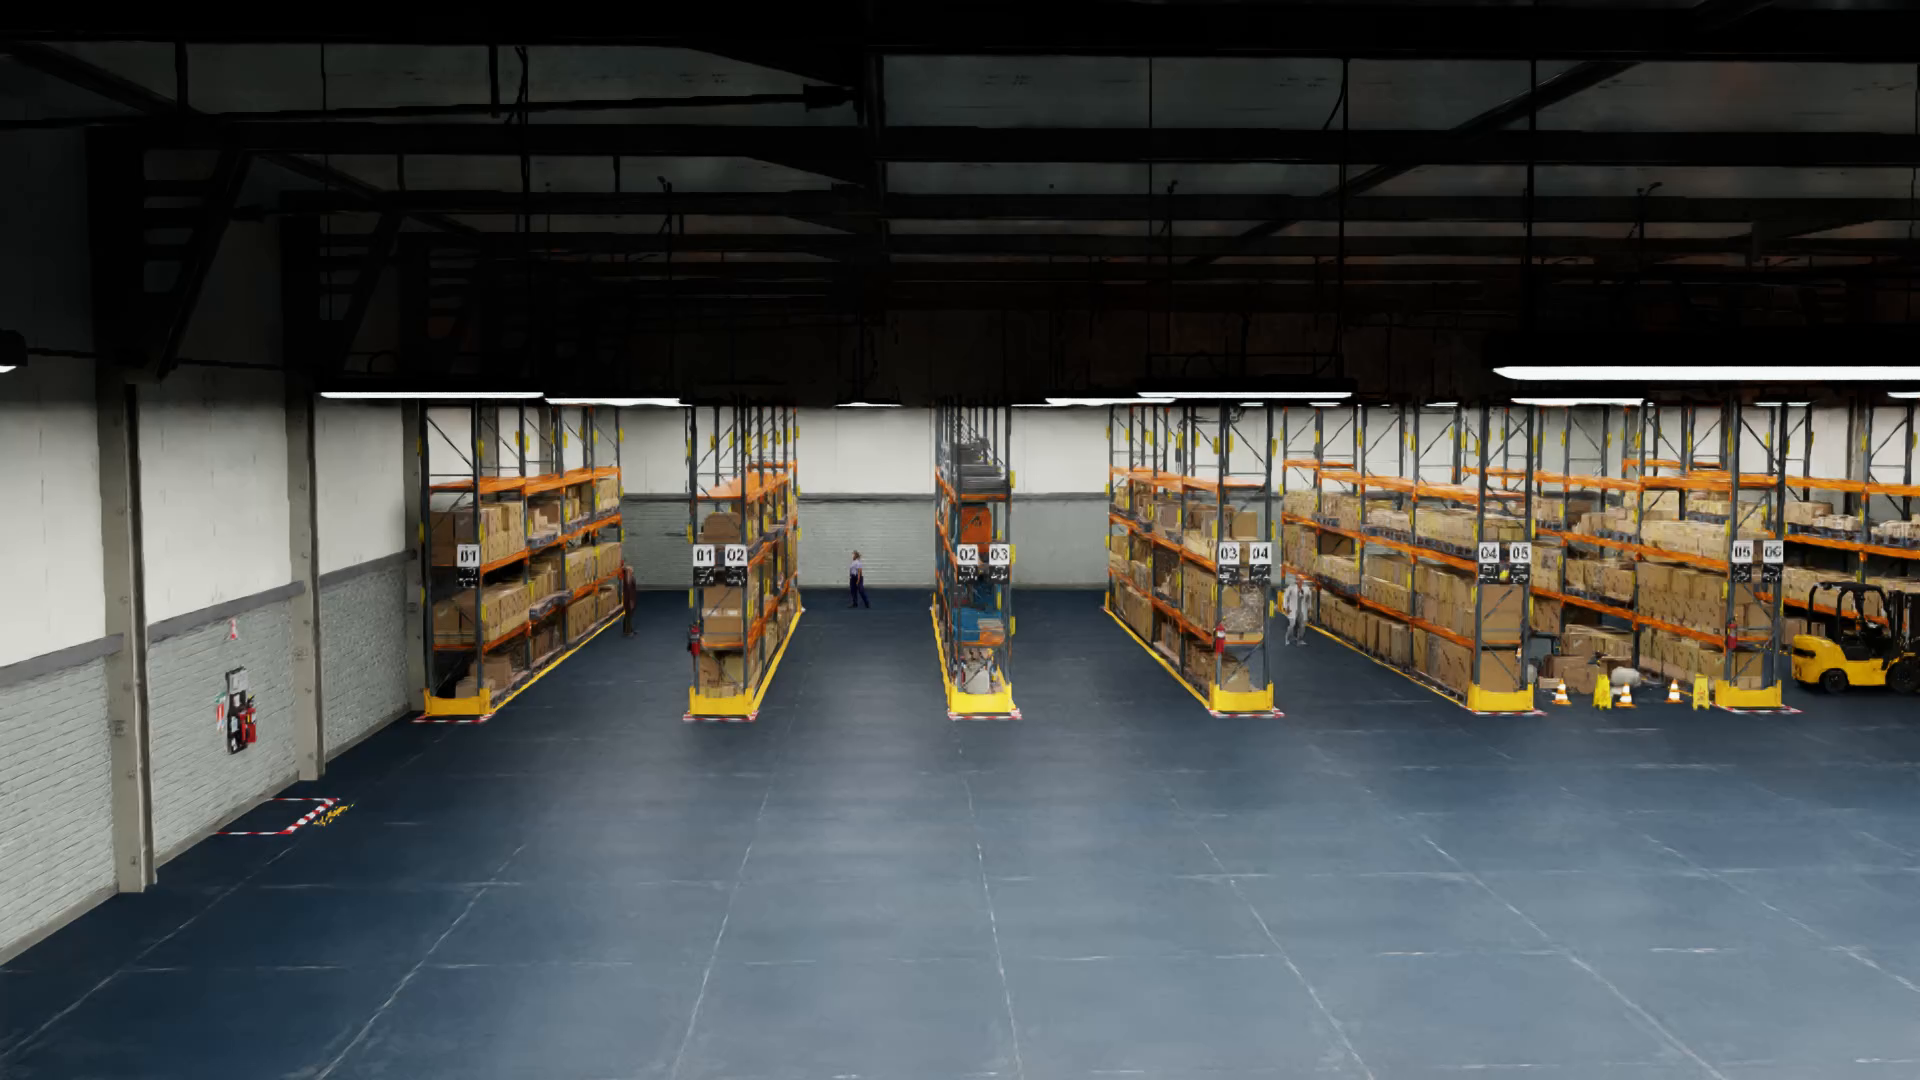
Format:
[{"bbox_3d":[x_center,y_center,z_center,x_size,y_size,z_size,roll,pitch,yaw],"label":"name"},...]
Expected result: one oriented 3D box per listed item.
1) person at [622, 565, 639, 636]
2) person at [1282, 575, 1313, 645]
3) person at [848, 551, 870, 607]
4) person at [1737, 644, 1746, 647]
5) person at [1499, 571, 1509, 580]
[{"bbox_3d":[-8.323,1.507,41.982,0.444,1.783,0.672,-2,5,-19],"label":"person"},{"bbox_3d":[8.165,1.695,40.264,0.729,1.733,0.546,0,5,-4],"label":"person"},{"bbox_3d":[-2.913,1.133,48.097,0.502,1.627,0.689,-3,5,-31],"label":"person"},{"bbox_3d":[16.729,2.068,35.658,0.441,1.675,0.498,-3,5,-30],"label":"person"},{"bbox_3d":[13.241,1.636,40.579,0.585,1.763,0.680,2,5,21],"label":"person"}]
